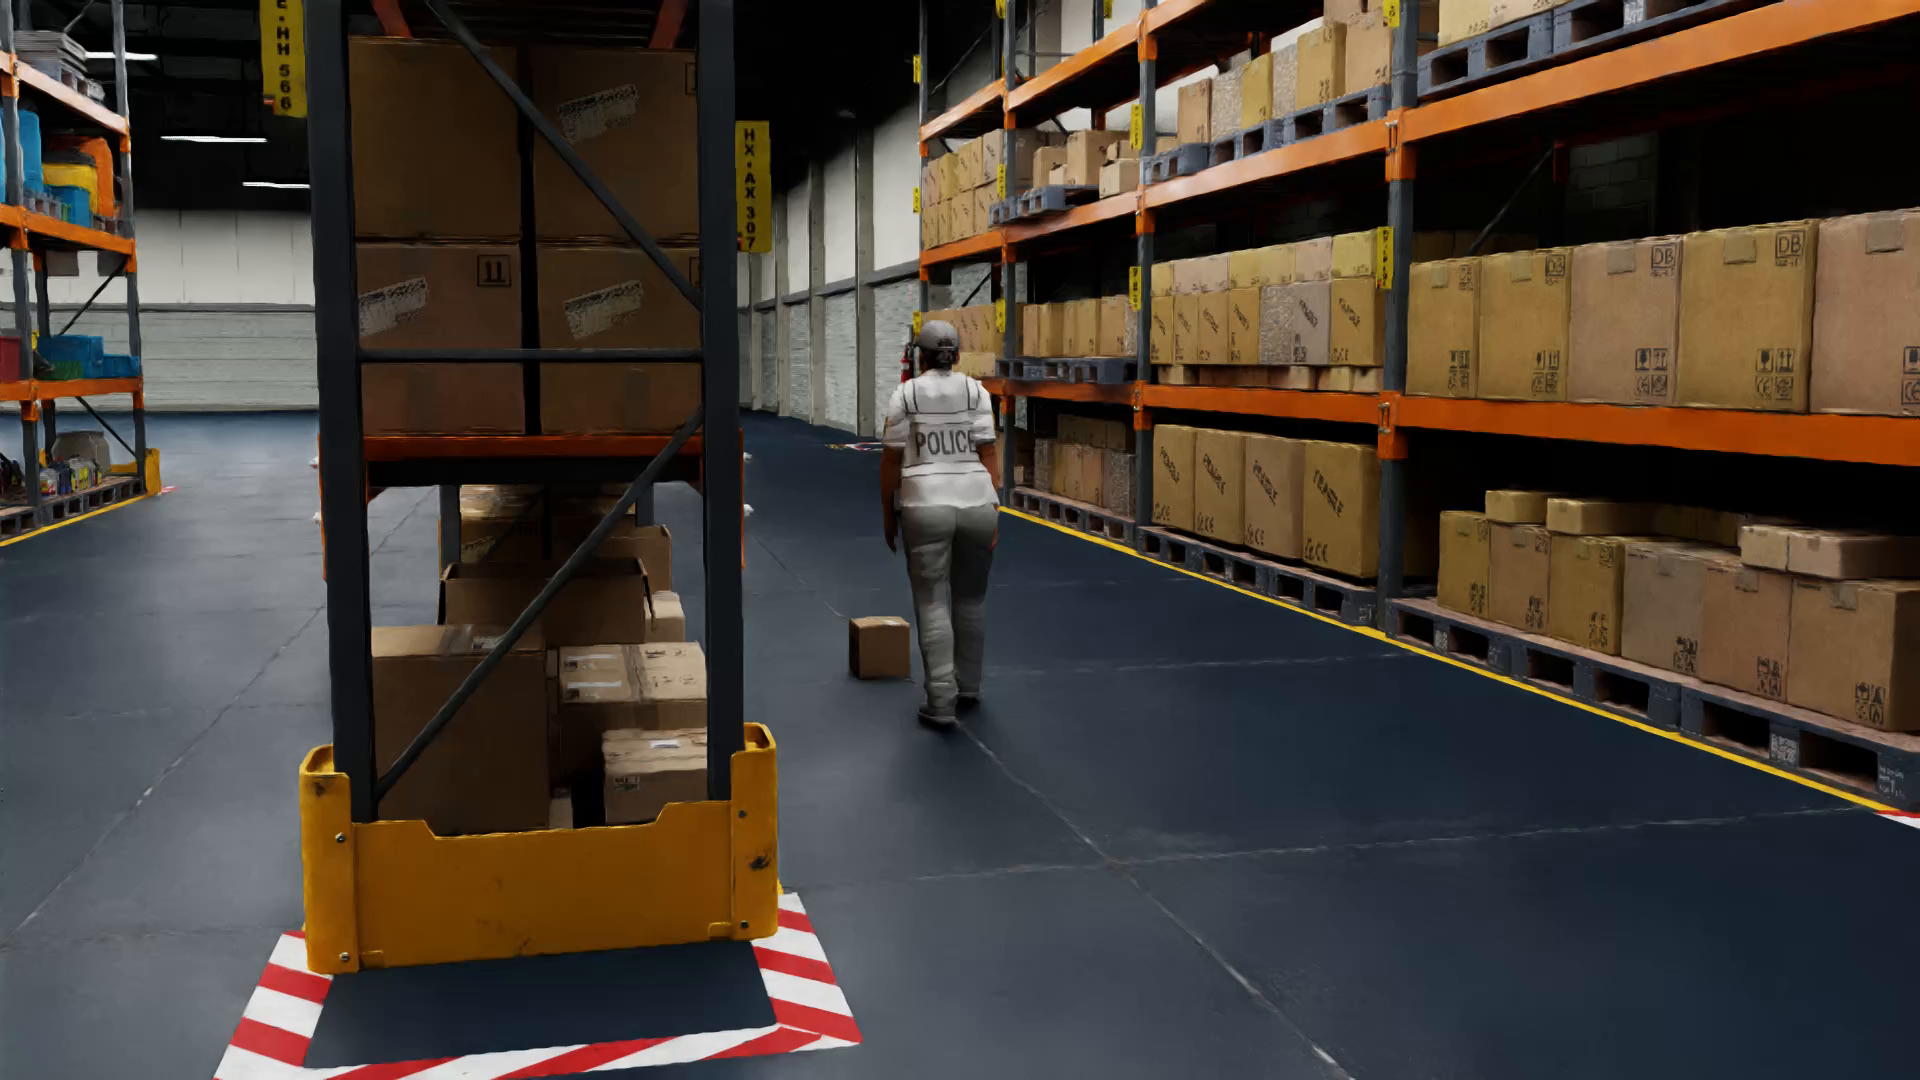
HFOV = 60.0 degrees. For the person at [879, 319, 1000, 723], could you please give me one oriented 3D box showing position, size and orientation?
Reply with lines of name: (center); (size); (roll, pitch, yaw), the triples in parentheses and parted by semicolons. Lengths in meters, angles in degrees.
person: (-0.096, -0.098, 6.998); (0.506, 1.646, 0.699); (-2, 6, -16)
